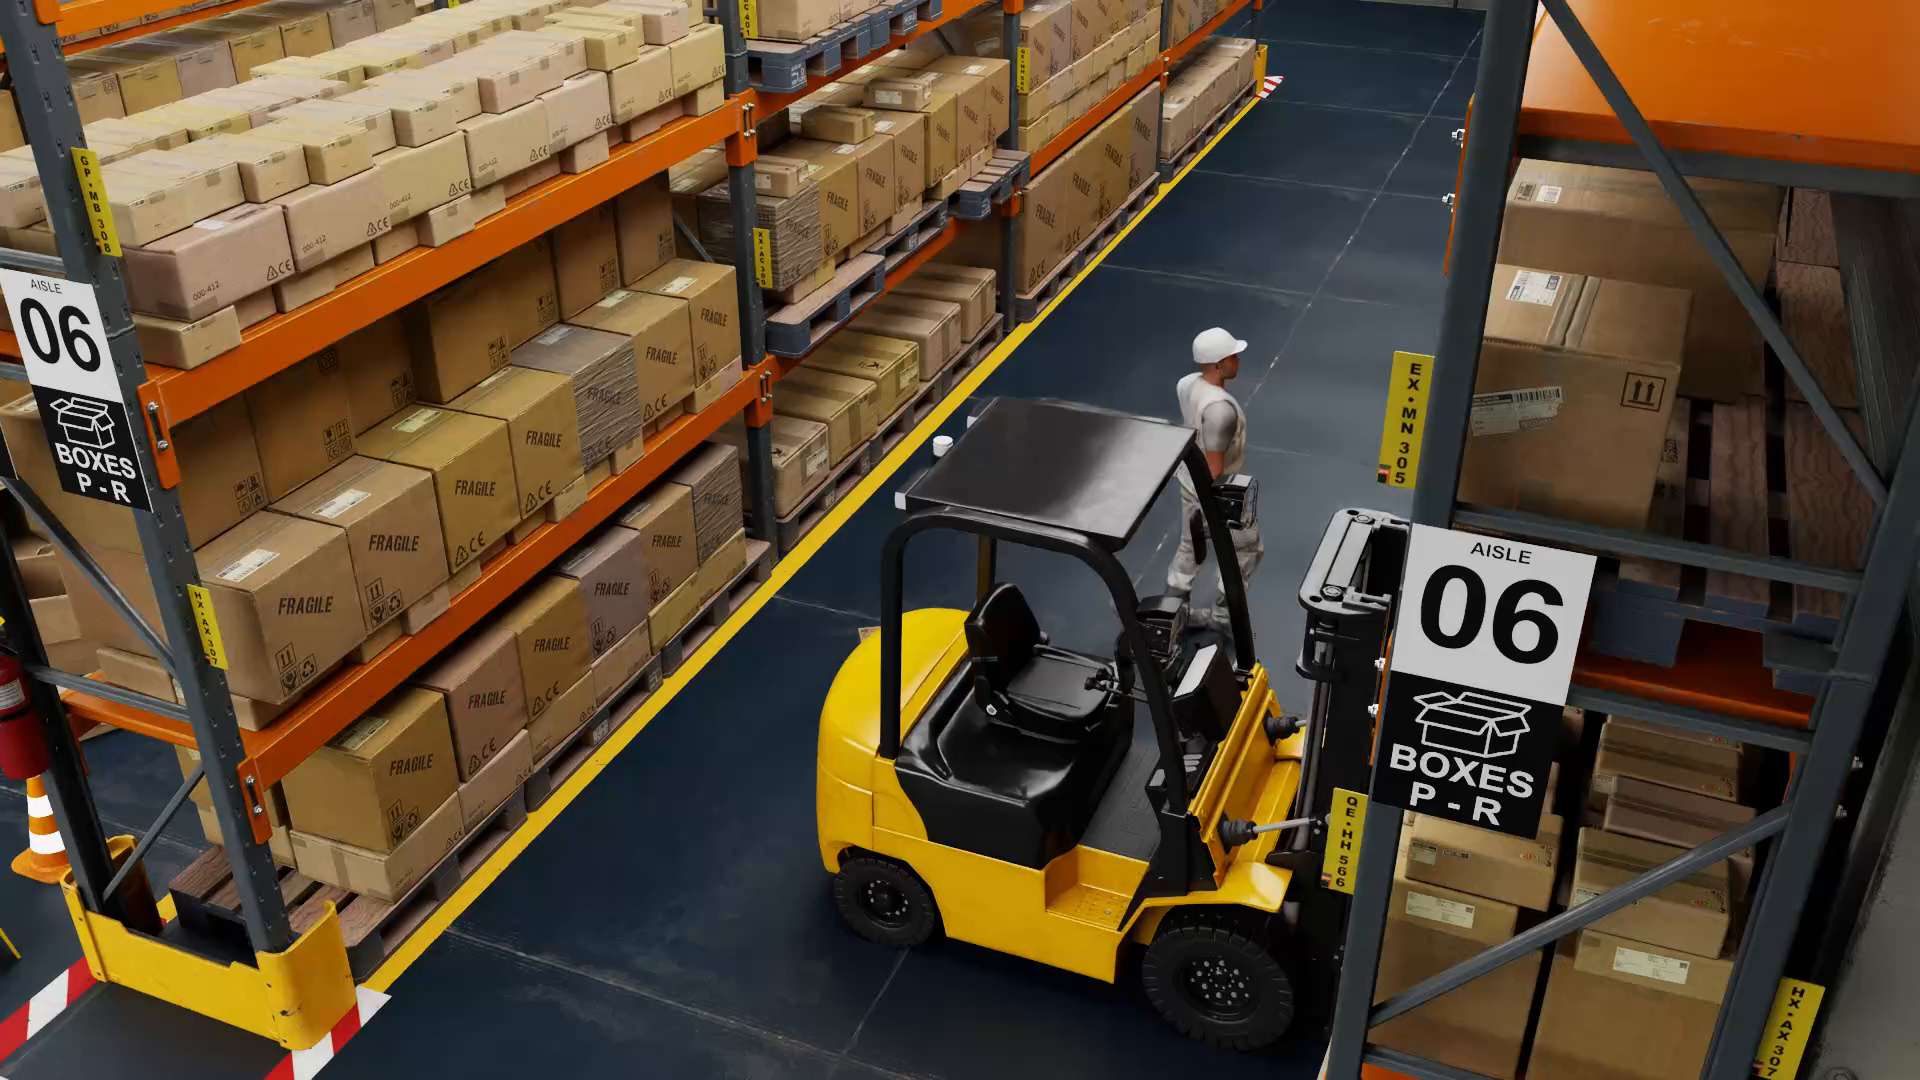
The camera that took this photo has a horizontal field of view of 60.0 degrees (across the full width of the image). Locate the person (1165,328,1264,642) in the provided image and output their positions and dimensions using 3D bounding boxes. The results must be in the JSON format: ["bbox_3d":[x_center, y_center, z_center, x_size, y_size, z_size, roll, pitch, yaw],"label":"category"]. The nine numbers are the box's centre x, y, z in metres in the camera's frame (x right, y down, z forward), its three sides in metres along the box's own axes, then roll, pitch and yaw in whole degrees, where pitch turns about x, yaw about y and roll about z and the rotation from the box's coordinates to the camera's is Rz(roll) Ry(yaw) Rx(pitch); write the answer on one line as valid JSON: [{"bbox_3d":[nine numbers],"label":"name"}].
[{"bbox_3d":[1.363,-0.271,8.860,0.469,1.842,0.542,-9,31,-15],"label":"person"}]
